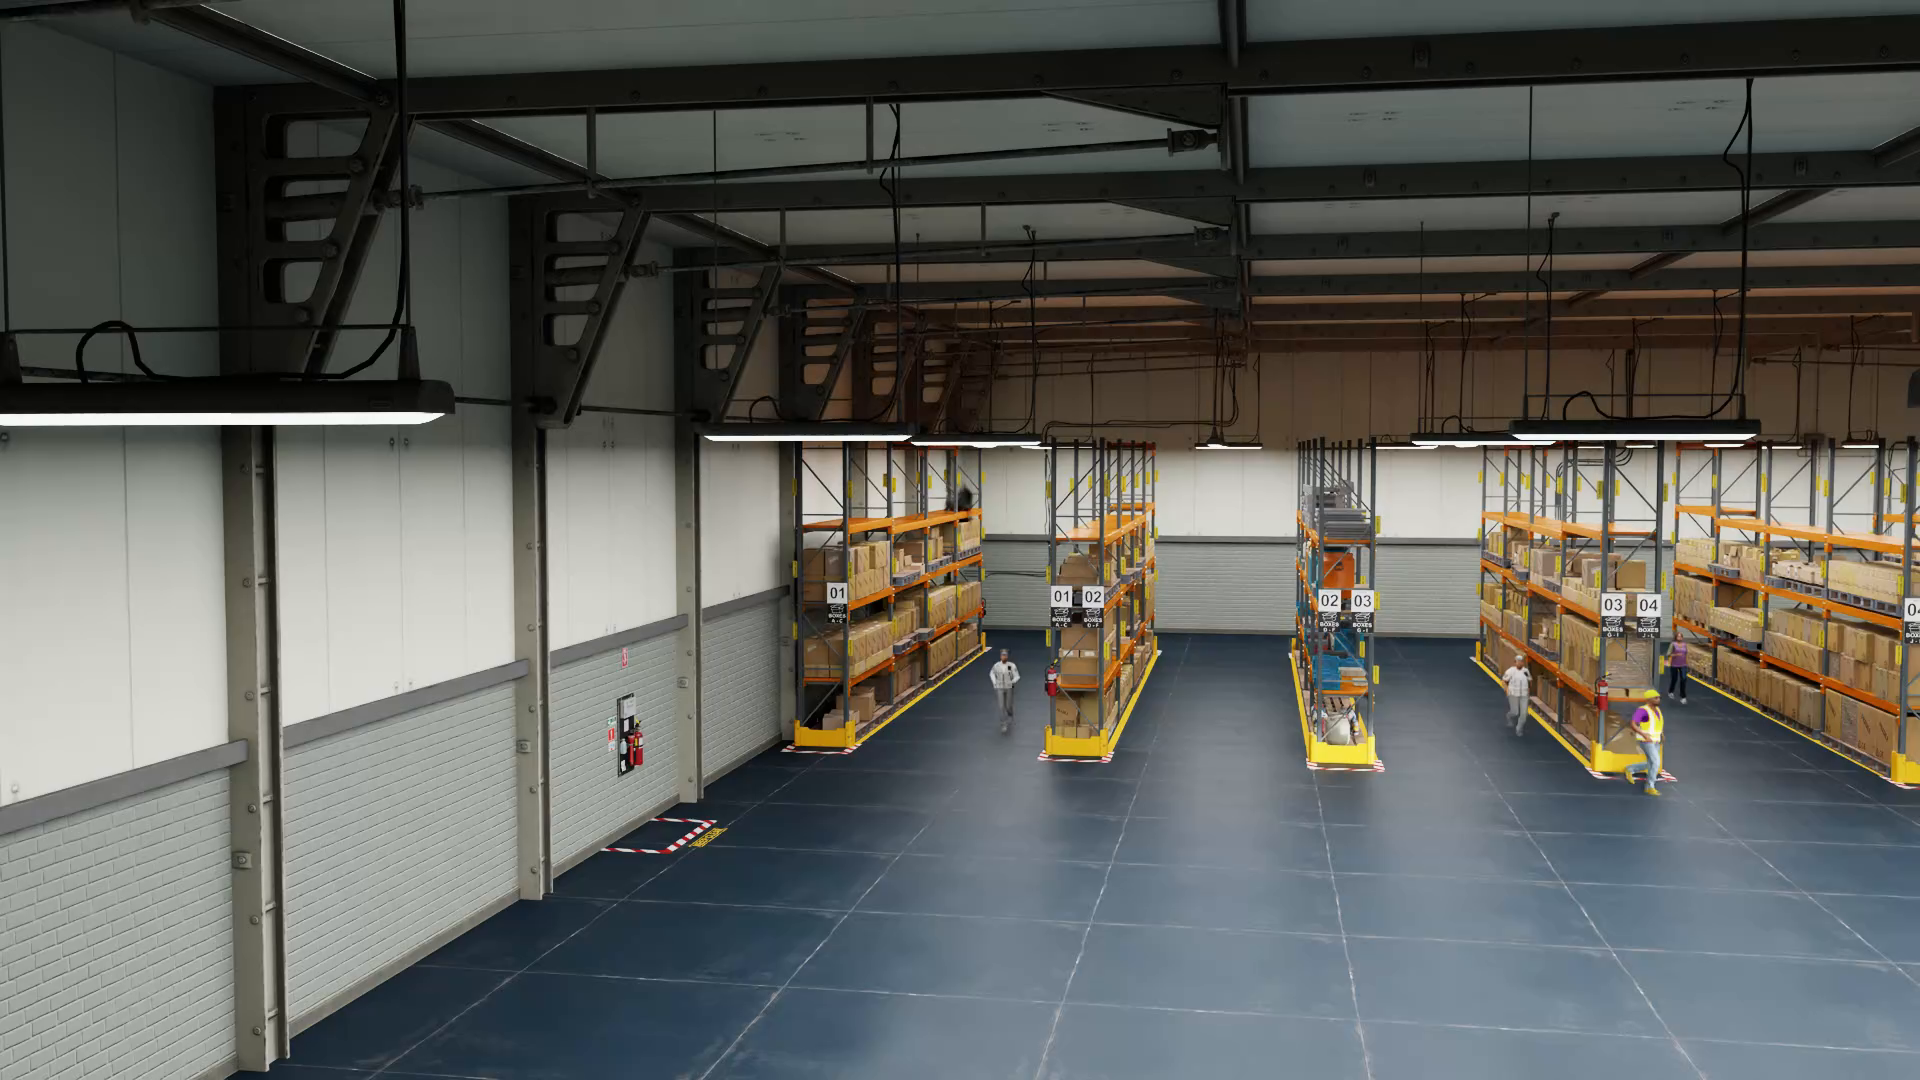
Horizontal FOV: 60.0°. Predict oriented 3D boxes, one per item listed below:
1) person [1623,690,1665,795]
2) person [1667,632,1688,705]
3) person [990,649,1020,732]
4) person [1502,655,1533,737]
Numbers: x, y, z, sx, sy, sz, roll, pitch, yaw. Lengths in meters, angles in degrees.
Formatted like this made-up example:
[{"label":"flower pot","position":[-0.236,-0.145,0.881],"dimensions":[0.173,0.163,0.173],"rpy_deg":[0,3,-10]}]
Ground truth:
[{"label":"person","position":[11.584,3.388,28.097],"dimensions":[0.740,1.744,0.747],"rpy_deg":[-2,4,-39]},{"label":"person","position":[16.355,2.895,37.866],"dimensions":[0.532,1.612,0.799],"rpy_deg":[0,3,4]},{"label":"person","position":[0.913,3.072,34.221],"dimensions":[0.627,1.670,0.766],"rpy_deg":[0,3,7]},{"label":"person","position":[11.284,3.141,33.620],"dimensions":[0.618,1.626,0.553],"rpy_deg":[0,3,3]}]
